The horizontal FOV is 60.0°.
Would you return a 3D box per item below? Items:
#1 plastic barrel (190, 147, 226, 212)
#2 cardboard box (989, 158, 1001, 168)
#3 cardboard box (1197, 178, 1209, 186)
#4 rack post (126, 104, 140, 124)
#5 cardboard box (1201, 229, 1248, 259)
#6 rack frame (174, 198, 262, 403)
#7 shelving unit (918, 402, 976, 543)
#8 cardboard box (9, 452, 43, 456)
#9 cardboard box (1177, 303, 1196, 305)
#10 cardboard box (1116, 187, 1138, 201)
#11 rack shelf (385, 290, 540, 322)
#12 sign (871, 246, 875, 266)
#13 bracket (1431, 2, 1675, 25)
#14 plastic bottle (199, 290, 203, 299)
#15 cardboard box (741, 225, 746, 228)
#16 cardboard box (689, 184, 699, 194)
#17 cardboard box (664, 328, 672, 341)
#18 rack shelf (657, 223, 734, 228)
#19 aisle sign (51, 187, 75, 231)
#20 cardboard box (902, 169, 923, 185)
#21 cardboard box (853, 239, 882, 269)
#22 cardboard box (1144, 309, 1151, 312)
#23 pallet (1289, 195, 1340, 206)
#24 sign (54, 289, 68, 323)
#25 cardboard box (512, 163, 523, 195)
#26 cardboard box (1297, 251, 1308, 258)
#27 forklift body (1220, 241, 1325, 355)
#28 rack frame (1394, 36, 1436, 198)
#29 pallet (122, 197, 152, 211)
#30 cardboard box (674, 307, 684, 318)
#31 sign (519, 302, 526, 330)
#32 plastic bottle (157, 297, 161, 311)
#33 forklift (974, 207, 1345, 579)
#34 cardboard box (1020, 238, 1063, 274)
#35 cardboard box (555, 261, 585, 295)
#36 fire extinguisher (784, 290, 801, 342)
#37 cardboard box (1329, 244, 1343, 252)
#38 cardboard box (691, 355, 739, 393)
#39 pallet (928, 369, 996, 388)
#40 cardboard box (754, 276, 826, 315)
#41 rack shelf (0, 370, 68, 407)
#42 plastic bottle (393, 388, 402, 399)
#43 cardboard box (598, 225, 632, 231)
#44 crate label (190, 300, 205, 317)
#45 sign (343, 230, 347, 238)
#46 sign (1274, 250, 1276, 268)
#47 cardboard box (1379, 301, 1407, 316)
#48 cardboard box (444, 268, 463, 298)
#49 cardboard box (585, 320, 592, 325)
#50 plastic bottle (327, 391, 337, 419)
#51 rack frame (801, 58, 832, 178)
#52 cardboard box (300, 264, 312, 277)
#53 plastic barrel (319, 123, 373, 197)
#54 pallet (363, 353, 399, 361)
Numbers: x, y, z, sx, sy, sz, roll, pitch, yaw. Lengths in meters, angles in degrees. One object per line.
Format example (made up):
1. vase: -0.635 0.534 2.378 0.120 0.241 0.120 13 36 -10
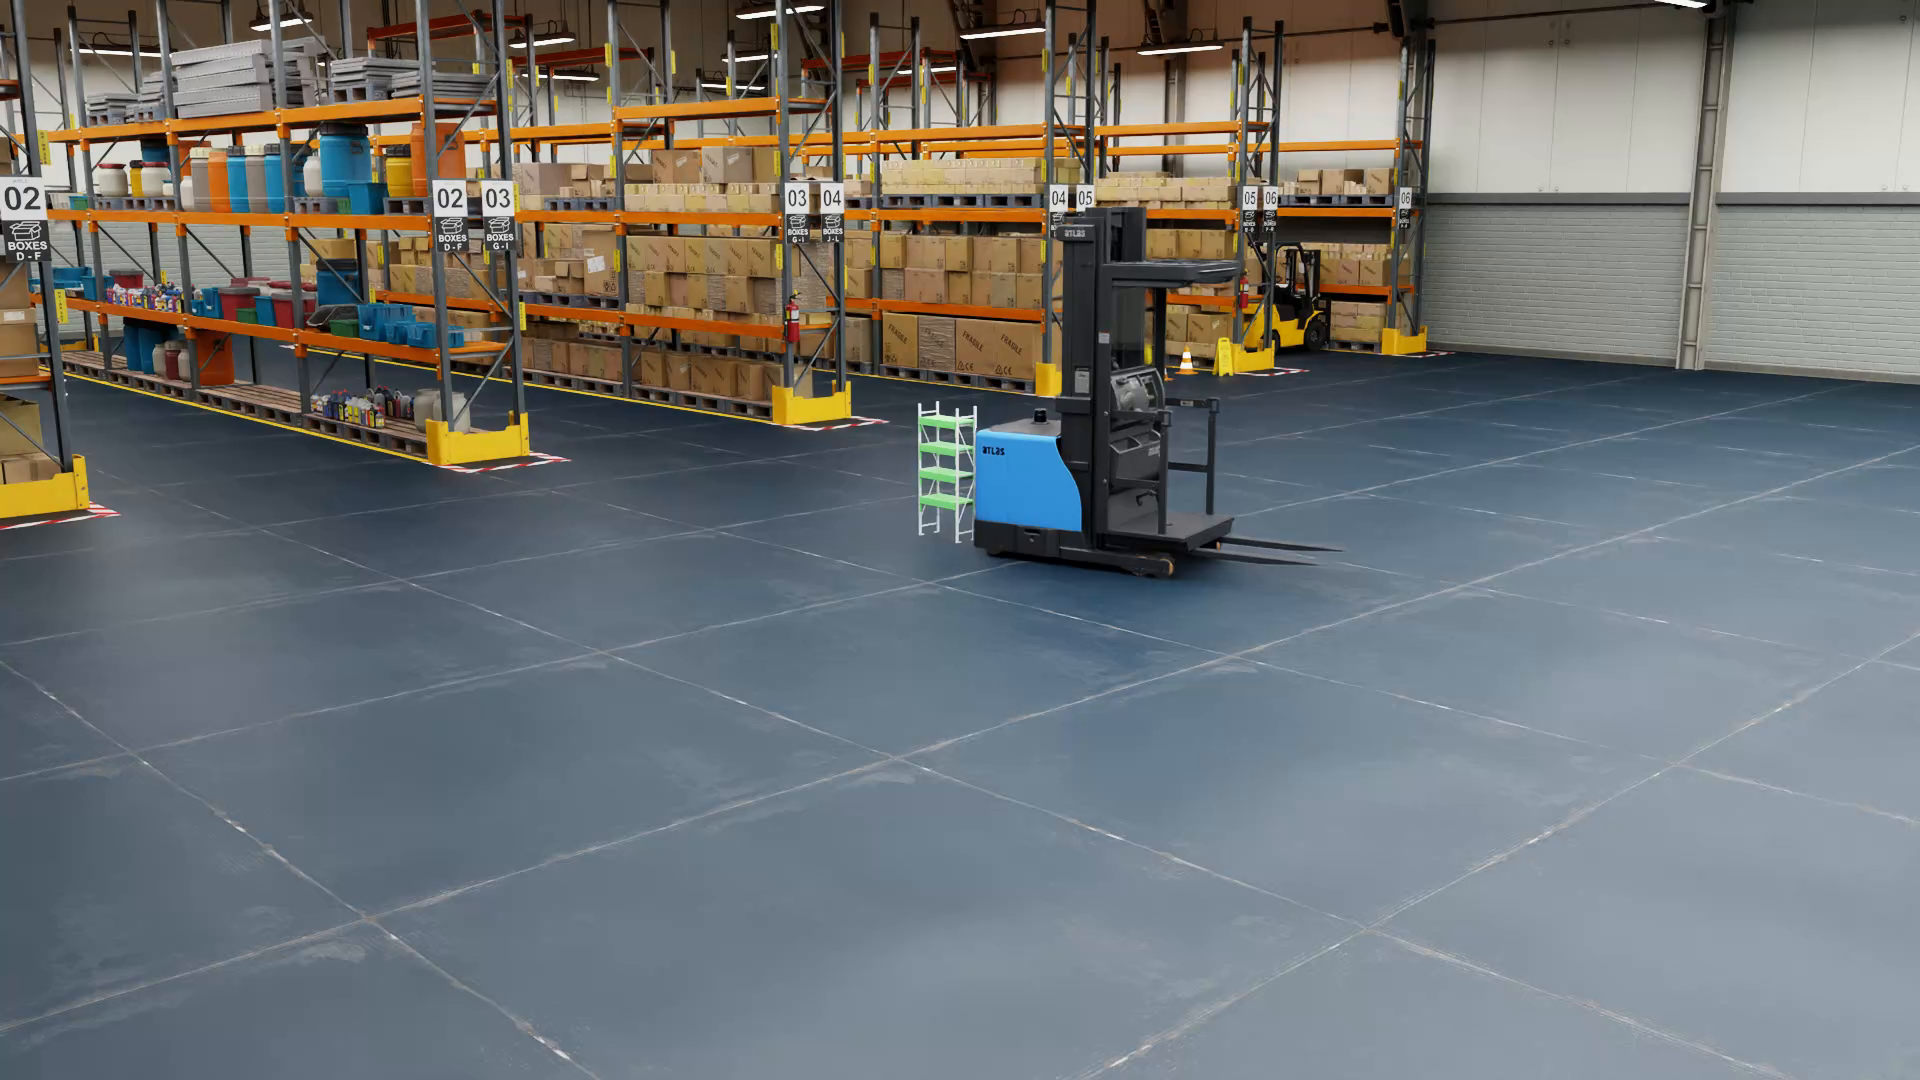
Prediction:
1. plastic barrel: -10.680 -5.156 23.829 0.600 0.901 0.600 0 12 0
2. cardboard box: 0.668 -5.895 26.017 0.380 0.149 0.250 -11 16 -42
3. cardboard box: 4.397 -6.318 29.355 0.380 0.149 0.250 -11 16 -43
4. rack post: -12.363 -6.591 25.841 0.937 0.300 0.954 -9 15 -37
5. cardboard box: 4.674 -5.224 29.370 0.500 0.500 0.700 11 16 44
6. rack frame: -11.090 -3.592 24.910 1.000 3.000 0.127 -11 16 -43
7. shelving unit: -0.114 -0.612 14.908 0.258 1.200 0.503 -11 16 -43
8. cardboard box: -9.708 -0.775 17.013 0.500 0.250 0.500 -11 16 -43
9. cardboard box: 5.111 -5.003 36.604 0.875 0.625 0.625 -11 16 -43
10. cardboard box: 3.227 -6.369 30.593 0.500 0.250 0.500 -11 16 -42
11. rack shelf: -8.889 -4.221 29.750 1.077 0.370 4.000 -11 16 -43
12. sign: -1.474 -4.826 28.227 0.100 0.325 0.005 -11 16 -43
13. bracket: 10.764 -9.627 30.419 0.076 0.066 4.783 -11 16 -43
14. plastic bottle: -12.013 -3.826 26.367 0.097 0.271 0.097 0 12 0
15. cardboard box: -4.935 -7.405 39.086 0.380 0.149 0.250 -11 16 -42
16. cardboard box: -3.614 -4.981 23.603 0.380 0.149 0.250 -10 16 -41
17. cardboard box: -5.557 -4.227 33.149 0.500 0.500 0.500 -11 16 -42
18. rack shelf: -5.232 -6.367 32.730 1.077 0.370 4.000 -11 16 -43
19. aisle sign: -16.453 -6.084 30.564 0.394 0.787 0.004 -11 16 -43
20. cardboard box: -0.604 -5.987 27.448 0.500 0.250 0.500 -11 16 -43
21. cardboard box: -1.436 -4.985 28.947 0.700 0.500 0.500 -11 16 -44
22. cardboard box: 3.369 -4.029 30.949 0.500 0.500 0.500 -10 15 -40
23. pallet: 7.455 -6.898 33.745 1.003 0.211 1.213 -11 16 -43
24. sign: -8.745 -2.274 16.172 0.100 0.325 0.005 -11 16 -43
25. cardboard box: -7.022 -5.866 27.029 0.500 0.500 0.500 -11 16 -42
26. cardboard box: 7.093 -5.826 33.902 0.380 0.149 0.250 -11 16 -44
27. forklift body: 6.143 -4.794 32.851 2.313 2.155 1.214 -11 16 -43
28. rack frame: 8.772 -8.126 32.051 1.000 3.000 0.127 -11 16 -43
29. pallet: -12.455 -5.286 26.170 1.003 0.211 1.213 -11 16 -43
30. cardboard box: -3.934 -3.323 24.228 0.380 0.149 0.250 -11 16 -43
31. sign: -5.165 -2.636 19.584 0.100 0.325 0.005 -11 16 -43
32. plastic bottle: -12.307 -3.632 25.600 0.097 0.201 0.097 0 12 0
33. forklift: 1.649 -1.243 13.680 3.031 2.935 1.130 7 14 30
34. cardboard box: 1.446 -4.453 26.042 0.875 0.550 0.550 -11 16 -43
35. cardboard box: -6.010 -4.194 26.540 0.797 0.503 0.637 -9 15 -37
36. fire extinguisher: -2.237 -2.995 22.208 0.296 0.674 0.183 -11 16 -43
37. cardboard box: 7.600 -5.858 33.319 0.380 0.149 0.250 -10 16 -41
38. cardboard box: -3.612 -2.453 24.539 0.500 0.500 0.500 10 15 40
39. pallet: 0.227 -2.709 27.536 1.003 0.211 1.213 -11 16 -43
40. cardboard box: -2.343 -3.393 22.962 0.875 0.500 0.500 -11 16 -43
41. rack shelf: -10.532 -1.674 17.385 1.077 0.370 4.000 -11 16 -43
42. plastic bottle: -7.319 -1.797 21.674 0.144 0.351 0.185 -11 16 -43
43. cardboard box: -7.133 -6.257 34.386 0.500 0.500 0.500 11 16 43
44. crate label: -11.070 -3.396 24.375 0.303 0.233 0.416 -11 16 -43
45. sign: -12.631 -6.206 34.144 0.100 0.325 0.005 -11 16 -43
46. sign: 5.577 -4.995 29.576 0.100 0.325 0.005 -11 16 -43
47. cardboard box: 8.577 -4.633 33.259 0.500 0.250 0.500 -11 16 -43
48. cardboard box: -8.729 -4.517 29.155 0.500 0.500 0.500 11 16 43
49. cardboard box: -7.747 -4.658 35.373 0.380 0.149 0.250 -10 16 -41
50. plastic bottle: -8.071 -1.750 21.447 0.144 0.351 0.185 -10 16 -41
51. rack frame: -3.103 -9.185 37.191 1.000 3.000 0.127 -11 16 -43
52. cardboard box: -12.896 -5.414 33.390 0.500 0.250 0.500 11 16 44
53. plastic barrel: -7.718 -4.768 20.904 0.600 0.901 0.708 -11 16 -43
54. pallet: -10.739 -3.622 31.967 1.003 0.211 1.213 -11 16 -43
